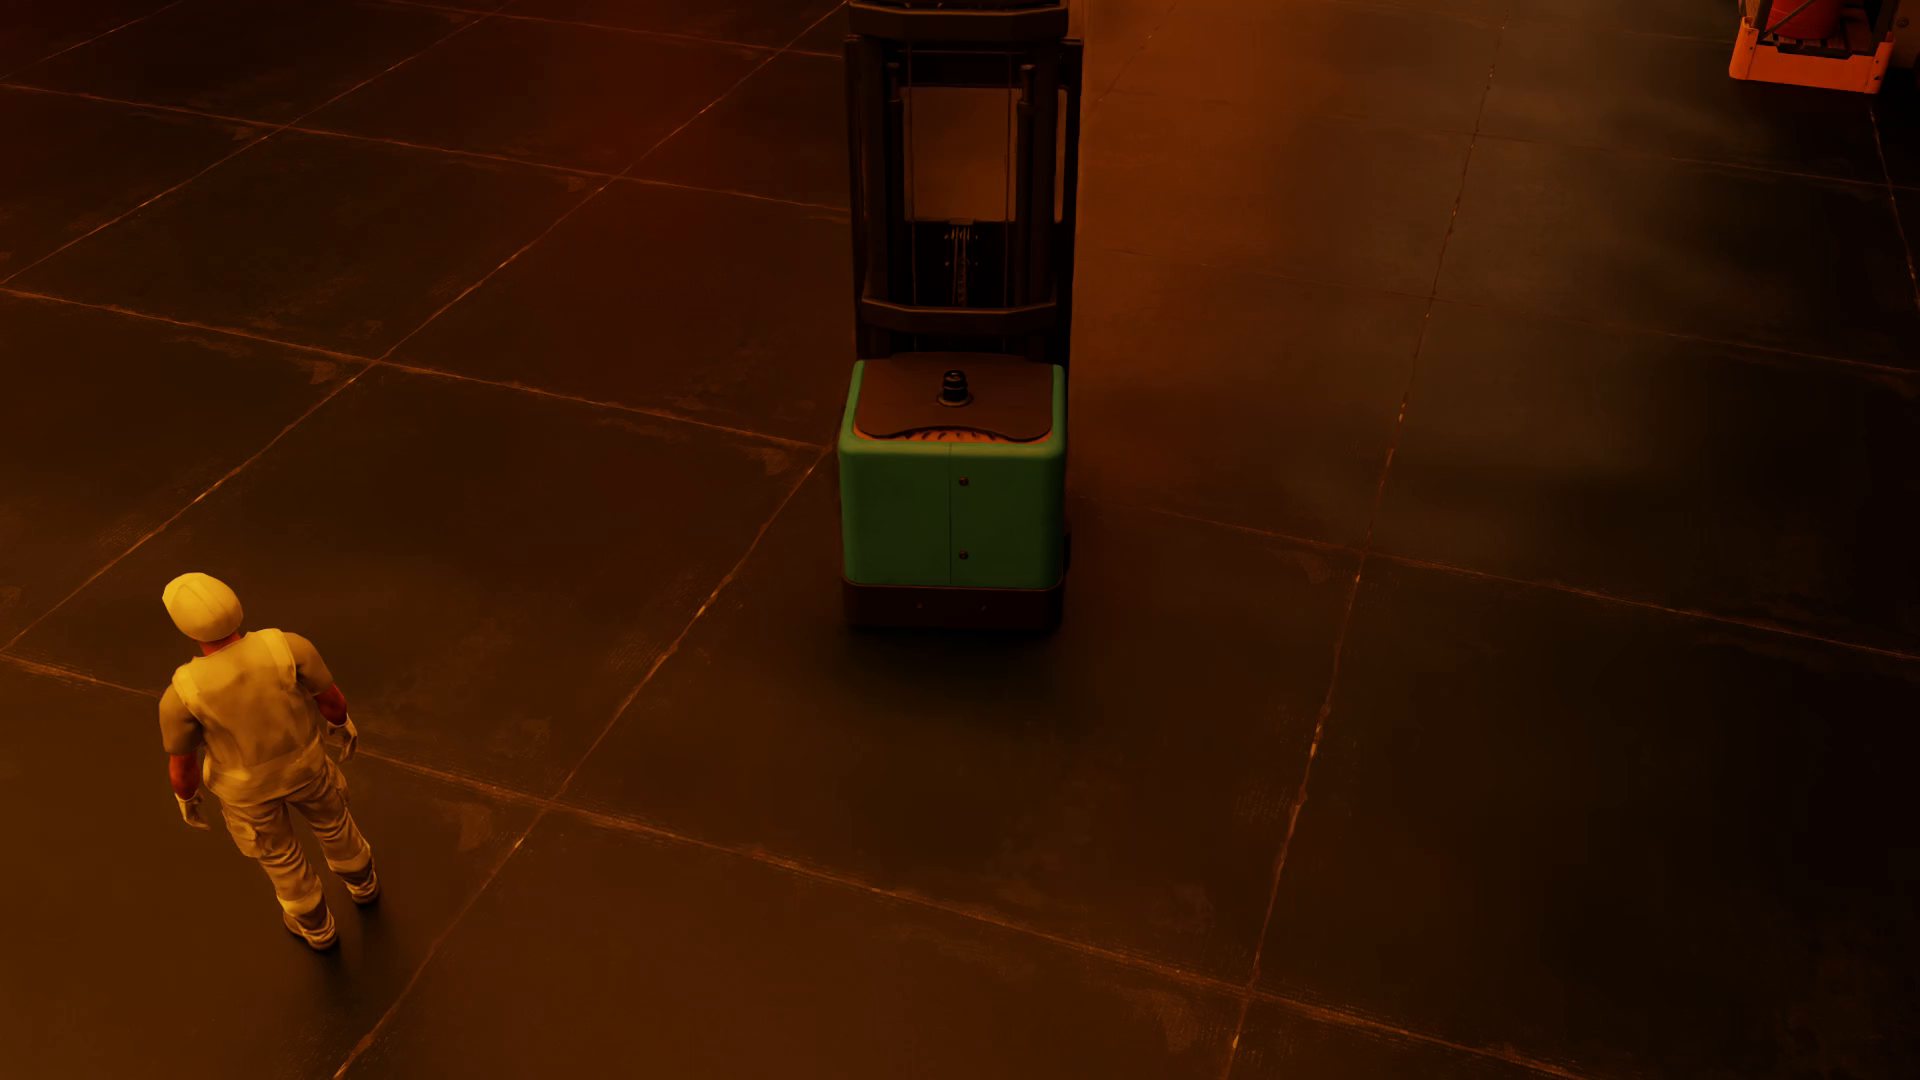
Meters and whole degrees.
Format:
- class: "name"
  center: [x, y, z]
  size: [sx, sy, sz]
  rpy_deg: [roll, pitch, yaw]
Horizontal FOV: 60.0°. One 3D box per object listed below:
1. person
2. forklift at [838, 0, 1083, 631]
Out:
- class: "person"
  center: [-2.505, 0.782, 5.983]
  size: [0.641, 1.788, 0.565]
  rpy_deg: [-25, 42, -30]
- class: "forklift"
  center: [0.027, -1.591, 8.354]
  size: [1.130, 2.935, 3.031]
  rpy_deg: [2, 35, 2]
